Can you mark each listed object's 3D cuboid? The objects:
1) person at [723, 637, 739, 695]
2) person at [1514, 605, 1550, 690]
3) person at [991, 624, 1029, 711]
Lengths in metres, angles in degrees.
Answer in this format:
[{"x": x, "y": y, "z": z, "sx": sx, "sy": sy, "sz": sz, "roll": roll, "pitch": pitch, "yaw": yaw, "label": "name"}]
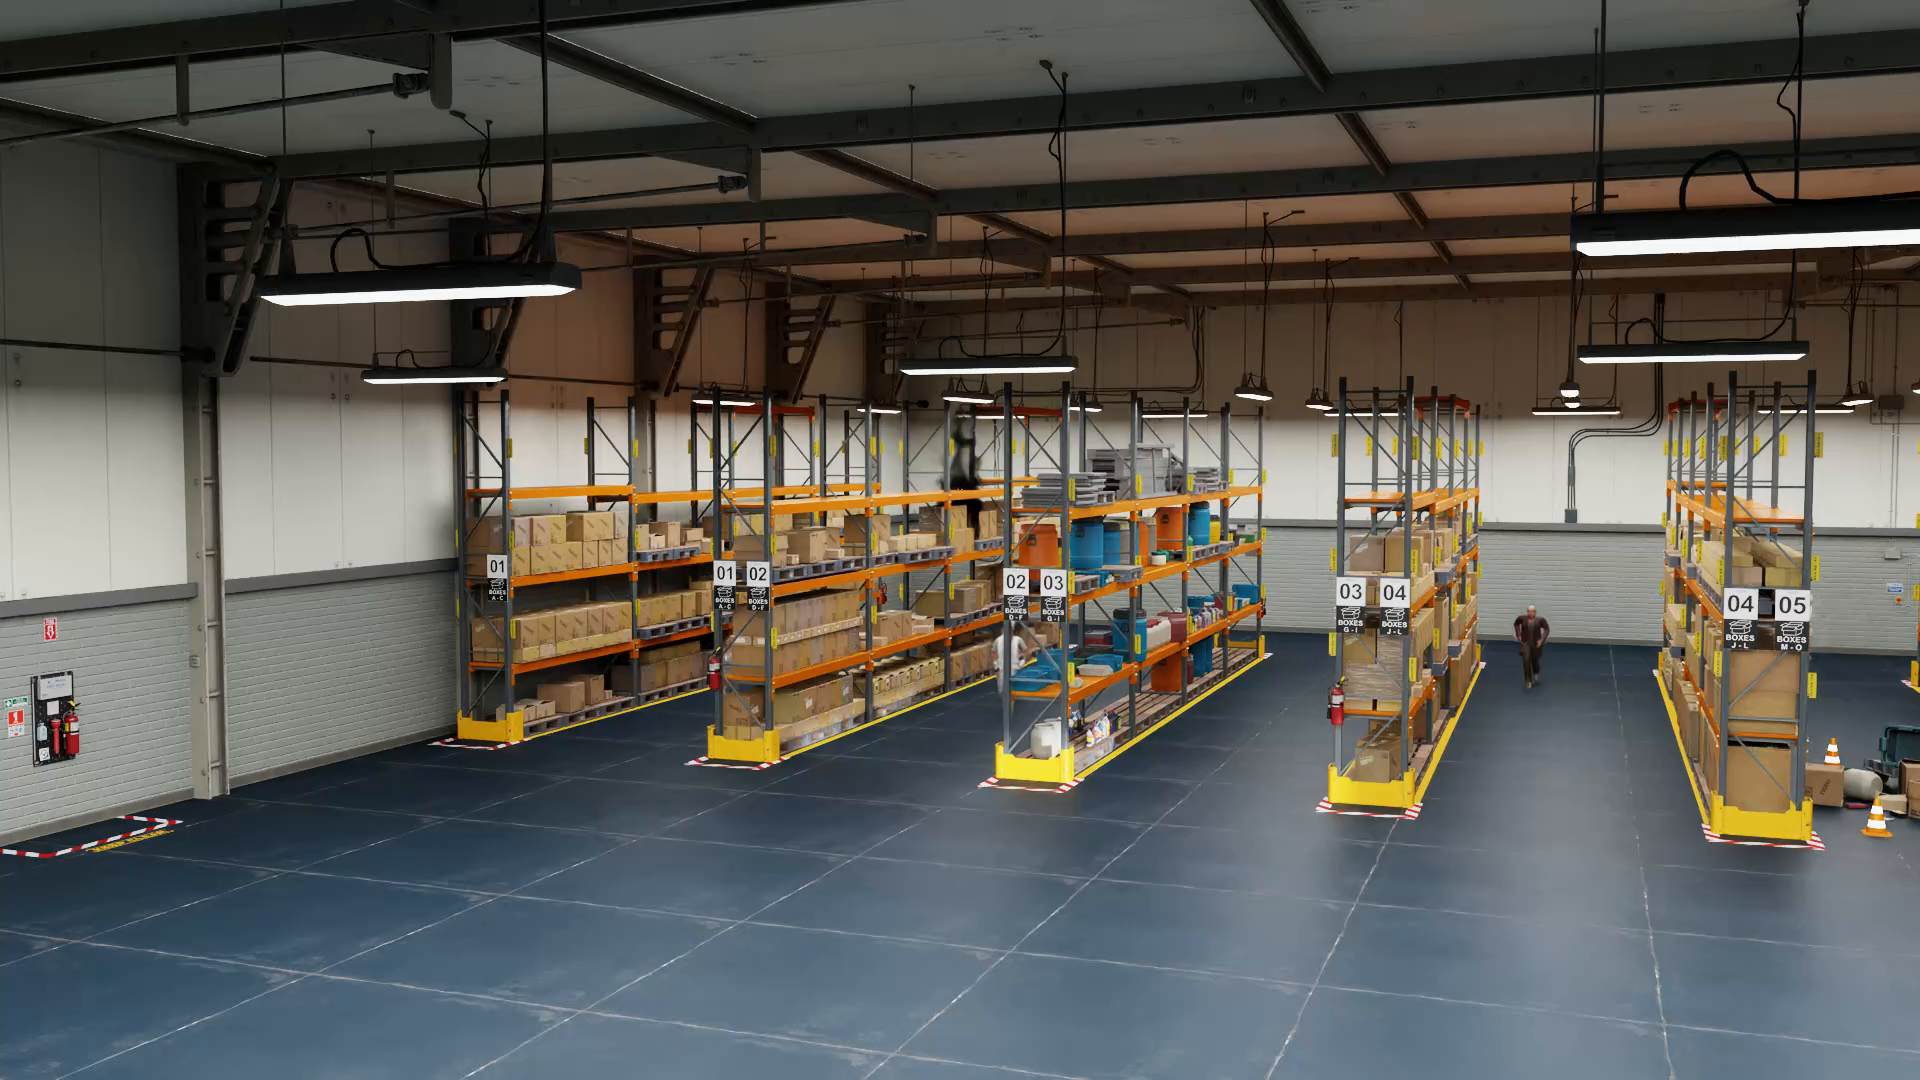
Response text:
[{"x": -4.179, "y": 2.536, "z": 30.119, "sx": 0.543, "sy": 1.576, "sz": 0.877, "roll": 1, "pitch": 3, "yaw": 12, "label": "person"}, {"x": 11.991, "y": 2.215, "z": 34.877, "sx": 0.725, "sy": 1.741, "sz": 1.104, "roll": 2, "pitch": 4, "yaw": 28, "label": "person"}, {"x": 0.929, "y": 2.415, "z": 31.166, "sx": 0.707, "sy": 1.763, "sz": 0.693, "roll": 1, "pitch": 3, "yaw": 12, "label": "person"}]
